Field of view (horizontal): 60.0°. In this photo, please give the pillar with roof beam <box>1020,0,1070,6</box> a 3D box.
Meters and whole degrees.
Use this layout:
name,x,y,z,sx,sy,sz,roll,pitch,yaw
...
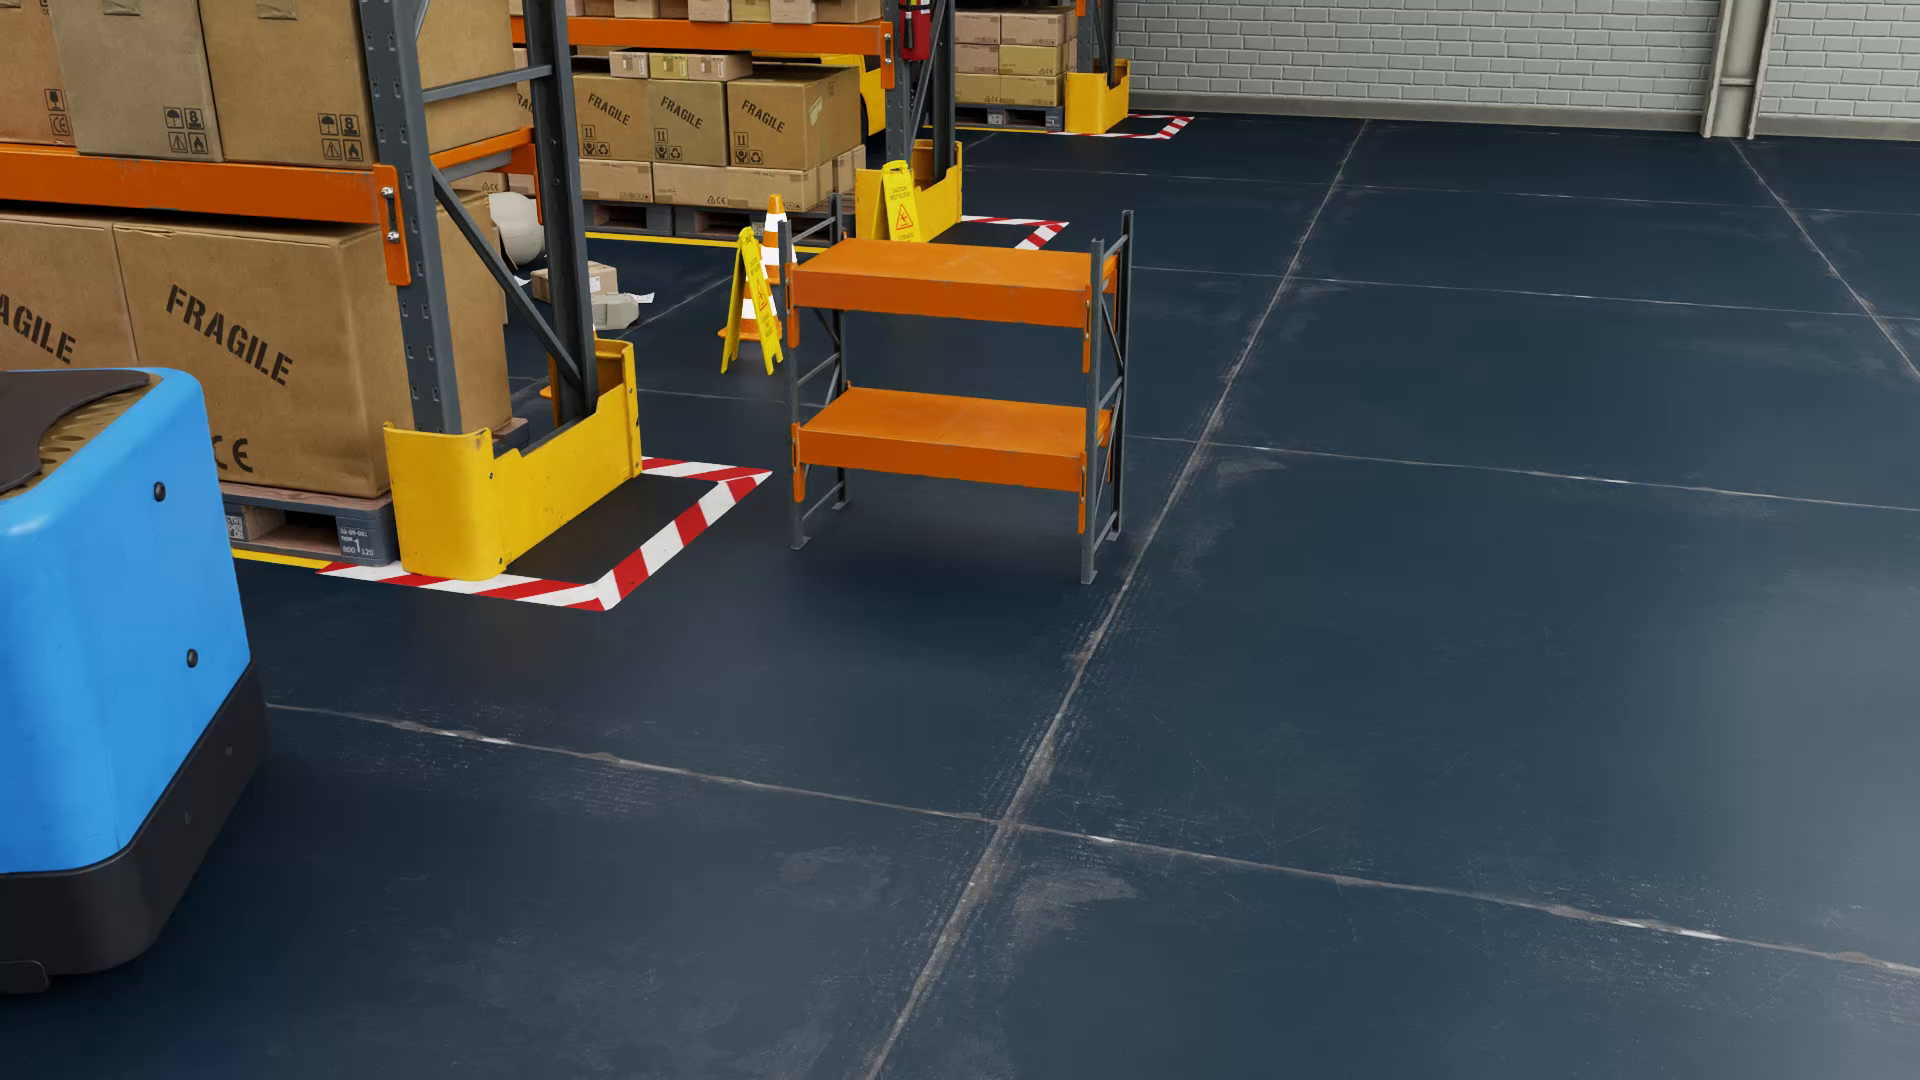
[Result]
name,x,y,z,sx,sy,sz,roll,pitch,yaw
pillar with roof beam,-0.453,-6.708,10.266,0.400,9.000,9.100,7,23,16

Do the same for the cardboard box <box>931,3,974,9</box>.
name,x,y,z,sx,sy,sz,roll,pitch,yaw
cardboard box,-0.164,-4.711,15.056,0.500,0.250,0.500,6,23,15

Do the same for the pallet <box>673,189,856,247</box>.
name,x,y,z,sx,sy,sz,roll,pitch,yaw
pallet,-1.074,-2.109,10.634,1.213,0.211,1.003,7,23,16

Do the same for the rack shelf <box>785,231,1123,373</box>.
name,x,y,z,sx,sy,sz,roll,pitch,yaw
rack shelf,-0.006,-0.792,5.447,1.000,0.278,0.538,7,23,16

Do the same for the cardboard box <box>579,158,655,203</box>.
name,x,y,z,sx,sy,sz,roll,pitch,yaw
cardboard box,-2.081,-2.317,10.536,0.500,0.250,0.500,6,23,14

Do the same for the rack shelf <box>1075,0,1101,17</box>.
name,x,y,z,sx,sy,sz,roll,pitch,yaw
rack shelf,-0.718,-4.979,14.905,4.000,0.370,1.077,7,23,16

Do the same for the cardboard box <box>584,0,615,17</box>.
name,x,y,z,sx,sy,sz,roll,pitch,yaw
cardboard box,-2.111,-3.311,10.220,0.250,0.149,0.380,7,23,16

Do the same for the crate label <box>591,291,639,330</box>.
name,x,y,z,sx,sy,sz,roll,pitch,yaw
crate label,-1.783,-1.166,8.433,0.298,0.136,0.250,-5,23,-12

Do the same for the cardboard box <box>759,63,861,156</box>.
name,x,y,z,sx,sy,sz,roll,pitch,yaw
cardboard box,-0.949,-2.750,10.602,0.500,0.500,0.500,6,23,14

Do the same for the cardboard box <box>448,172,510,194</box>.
name,x,y,z,sx,sy,sz,roll,pitch,yaw
cardboard box,-3.062,-2.433,10.818,0.500,0.250,0.500,8,24,19

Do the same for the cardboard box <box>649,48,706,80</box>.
name,x,y,z,sx,sy,sz,roll,pitch,yaw
cardboard box,-1.686,-2.896,10.104,0.250,0.149,0.380,7,23,16

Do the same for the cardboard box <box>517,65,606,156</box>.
name,x,y,z,sx,sy,sz,roll,pitch,yaw
cardboard box,-2.564,-2.722,10.535,0.500,0.500,0.500,8,24,18

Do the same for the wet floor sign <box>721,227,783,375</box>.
name,x,y,z,sx,sy,sz,roll,pitch,yaw
wet floor sign,-0.967,-1.107,7.617,0.232,0.644,0.267,3,22,6

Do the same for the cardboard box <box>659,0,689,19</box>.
name,x,y,z,sx,sy,sz,roll,pitch,yaw
cardboard box,-1.627,-3.256,10.086,0.250,0.149,0.380,7,23,16

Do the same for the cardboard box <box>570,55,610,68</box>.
name,x,y,z,sx,sy,sz,roll,pitch,yaw
cardboard box,-2.443,-2.919,11.015,0.500,0.500,0.500,8,24,18

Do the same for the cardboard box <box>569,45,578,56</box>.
name,x,y,z,sx,sy,sz,roll,pitch,yaw
cardboard box,-3.876,-4.768,16.017,0.625,0.625,0.875,6,23,15

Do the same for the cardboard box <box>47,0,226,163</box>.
name,x,y,z,sx,sy,sz,roll,pitch,yaw
cardboard box,-2.468,-1.626,5.583,0.550,0.550,0.875,7,23,16

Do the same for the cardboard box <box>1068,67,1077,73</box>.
name,x,y,z,sx,sy,sz,roll,pitch,yaw
cardboard box,0.783,-4.140,14.980,0.500,0.250,0.500,7,23,16

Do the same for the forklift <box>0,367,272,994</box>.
name,x,y,z,sx,sy,sz,roll,pitch,yaw
forklift,-3.248,-0.547,3.242,3.031,2.935,1.130,-2,22,-5

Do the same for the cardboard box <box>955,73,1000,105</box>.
name,x,y,z,sx,sy,sz,roll,pitch,yaw
cardboard box,0.182,-4.010,14.663,0.500,0.250,0.500,7,23,15

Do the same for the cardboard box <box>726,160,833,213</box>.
name,x,y,z,sx,sy,sz,roll,pitch,yaw
cardboard box,-1.108,-2.205,10.262,0.500,0.250,0.500,6,23,15

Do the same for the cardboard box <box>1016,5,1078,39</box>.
name,x,y,z,sx,sy,sz,roll,pitch,yaw
cardboard box,0.791,-4.599,14.782,0.500,0.250,0.500,6,23,15

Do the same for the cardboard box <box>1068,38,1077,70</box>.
name,x,y,z,sx,sy,sz,roll,pitch,yaw
cardboard box,0.807,-4.373,14.890,0.500,0.250,0.500,7,23,16

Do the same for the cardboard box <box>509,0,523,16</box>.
name,x,y,z,sx,sy,sz,roll,pitch,yaw
cardboard box,-2.632,-3.317,10.234,0.250,0.149,0.380,7,23,16

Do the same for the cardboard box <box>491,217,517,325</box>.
name,x,y,z,sx,sy,sz,roll,pitch,yaw
cardboard box,-2.646,-1.407,8.537,0.637,0.503,0.797,-9,24,-21

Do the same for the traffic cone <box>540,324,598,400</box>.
name,x,y,z,sx,sy,sz,roll,pitch,yaw
traffic cone,-1.665,-0.880,7.306,0.334,0.463,0.336,7,23,16

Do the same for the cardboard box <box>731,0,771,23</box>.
name,x,y,z,sx,sy,sz,roll,pitch,yaw
cardboard box,-1.167,-3.160,9.851,0.250,0.149,0.380,6,23,15

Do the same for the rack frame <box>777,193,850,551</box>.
name,x,y,z,sx,sy,sz,roll,pitch,yaw
rack frame,-0.493,-0.577,5.694,0.032,1.125,0.500,7,23,16

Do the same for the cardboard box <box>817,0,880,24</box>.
name,x,y,z,sx,sy,sz,roll,pitch,yaw
cardboard box,-0.653,-3.136,9.794,0.250,0.149,0.380,7,23,17

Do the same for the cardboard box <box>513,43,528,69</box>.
name,x,y,z,sx,sy,sz,roll,pitch,yaw
cardboard box,-2.722,-3.014,10.393,0.250,0.149,0.380,8,24,19

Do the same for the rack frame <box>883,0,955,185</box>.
name,x,y,z,sx,sy,sz,roll,pitch,yaw
rack frame,-0.233,-3.289,9.836,0.127,3.000,1.000,7,23,16

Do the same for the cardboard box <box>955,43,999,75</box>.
name,x,y,z,sx,sy,sz,roll,pitch,yaw
cardboard box,0.164,-4.245,14.578,0.500,0.250,0.500,6,23,15

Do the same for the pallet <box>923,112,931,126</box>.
name,x,y,z,sx,sy,sz,roll,pitch,yaw
pallet,-0.712,-4.006,15.258,1.213,0.211,1.003,7,23,15

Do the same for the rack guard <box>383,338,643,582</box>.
name,x,y,z,sx,sy,sz,roll,pitch,yaw
rack guard,-1.543,-0.320,5.892,0.348,0.500,1.175,7,23,16

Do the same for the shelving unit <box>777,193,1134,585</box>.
name,x,y,z,sx,sy,sz,roll,pitch,yaw
shelving unit,-0.006,-0.521,5.558,1.048,1.125,0.538,7,23,16

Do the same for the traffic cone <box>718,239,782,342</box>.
name,x,y,z,sx,sy,sz,roll,pitch,yaw
traffic cone,-1.013,-1.253,8.216,0.334,0.463,0.336,7,23,16

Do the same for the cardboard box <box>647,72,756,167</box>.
name,x,y,z,sx,sy,sz,roll,pitch,yaw
cardboard box,-1.576,-2.607,10.255,0.500,0.500,0.500,7,23,17

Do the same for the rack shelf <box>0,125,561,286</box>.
name,x,y,z,sx,sy,sz,roll,pitch,yaw
rack shelf,-3.481,-1.366,6.096,4.000,0.370,1.077,7,23,16

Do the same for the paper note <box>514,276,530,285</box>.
name,x,y,z,sx,sy,sz,roll,pitch,yaw
paper note,-2.483,-1.438,9.251,0.142,0.019,0.148,16,27,34

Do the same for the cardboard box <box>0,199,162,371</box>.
name,x,y,z,sx,sy,sz,roll,pitch,yaw
cardboard box,-3.078,-0.837,6.104,0.875,0.875,0.875,6,23,15

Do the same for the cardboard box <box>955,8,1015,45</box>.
name,x,y,z,sx,sy,sz,roll,pitch,yaw
cardboard box,0.175,-4.469,14.464,0.500,0.250,0.500,7,23,16
